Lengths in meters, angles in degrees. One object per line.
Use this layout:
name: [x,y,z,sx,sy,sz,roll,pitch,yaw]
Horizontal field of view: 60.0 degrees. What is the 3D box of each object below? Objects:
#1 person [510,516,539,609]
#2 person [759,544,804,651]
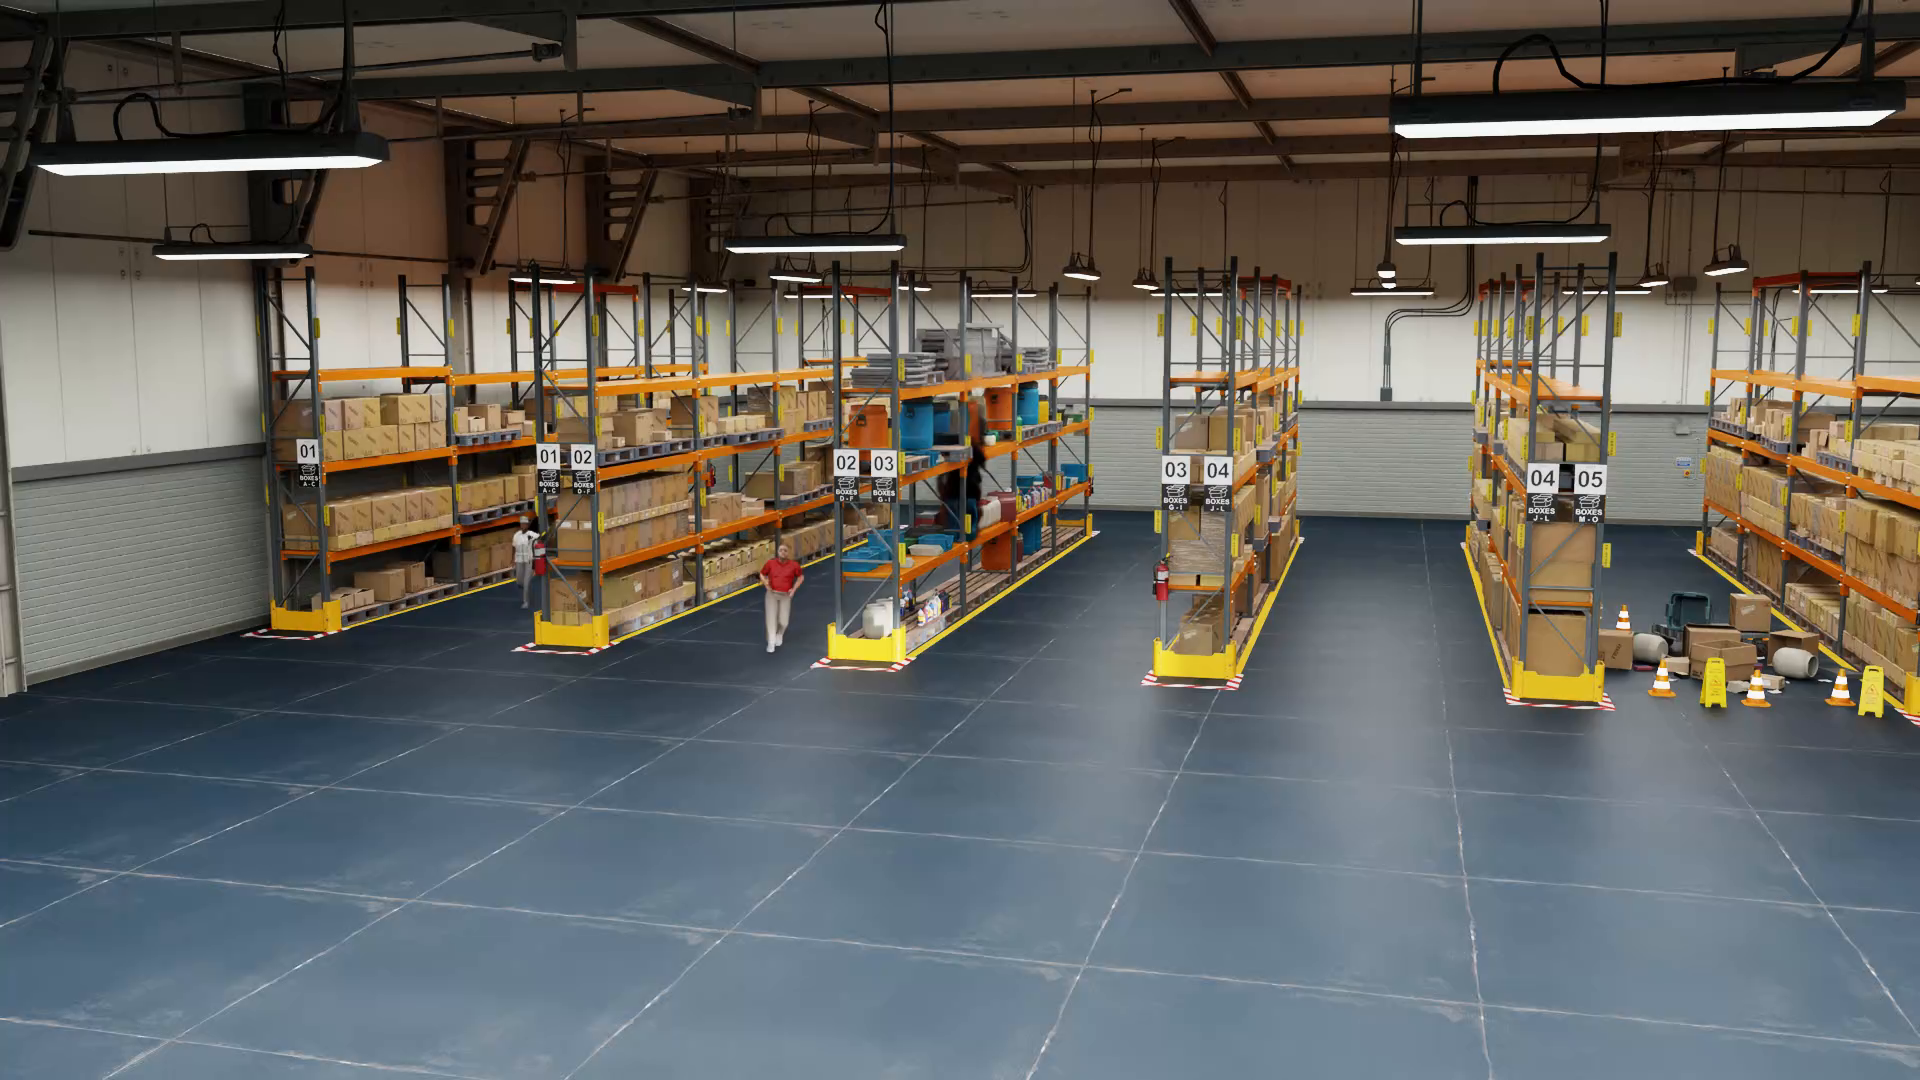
person: [-7.835,0.384,30.087,0.582,1.665,0.578,0,7,3]
person: [-2.790,0.899,25.923,0.684,1.674,0.598,0,7,-1]
